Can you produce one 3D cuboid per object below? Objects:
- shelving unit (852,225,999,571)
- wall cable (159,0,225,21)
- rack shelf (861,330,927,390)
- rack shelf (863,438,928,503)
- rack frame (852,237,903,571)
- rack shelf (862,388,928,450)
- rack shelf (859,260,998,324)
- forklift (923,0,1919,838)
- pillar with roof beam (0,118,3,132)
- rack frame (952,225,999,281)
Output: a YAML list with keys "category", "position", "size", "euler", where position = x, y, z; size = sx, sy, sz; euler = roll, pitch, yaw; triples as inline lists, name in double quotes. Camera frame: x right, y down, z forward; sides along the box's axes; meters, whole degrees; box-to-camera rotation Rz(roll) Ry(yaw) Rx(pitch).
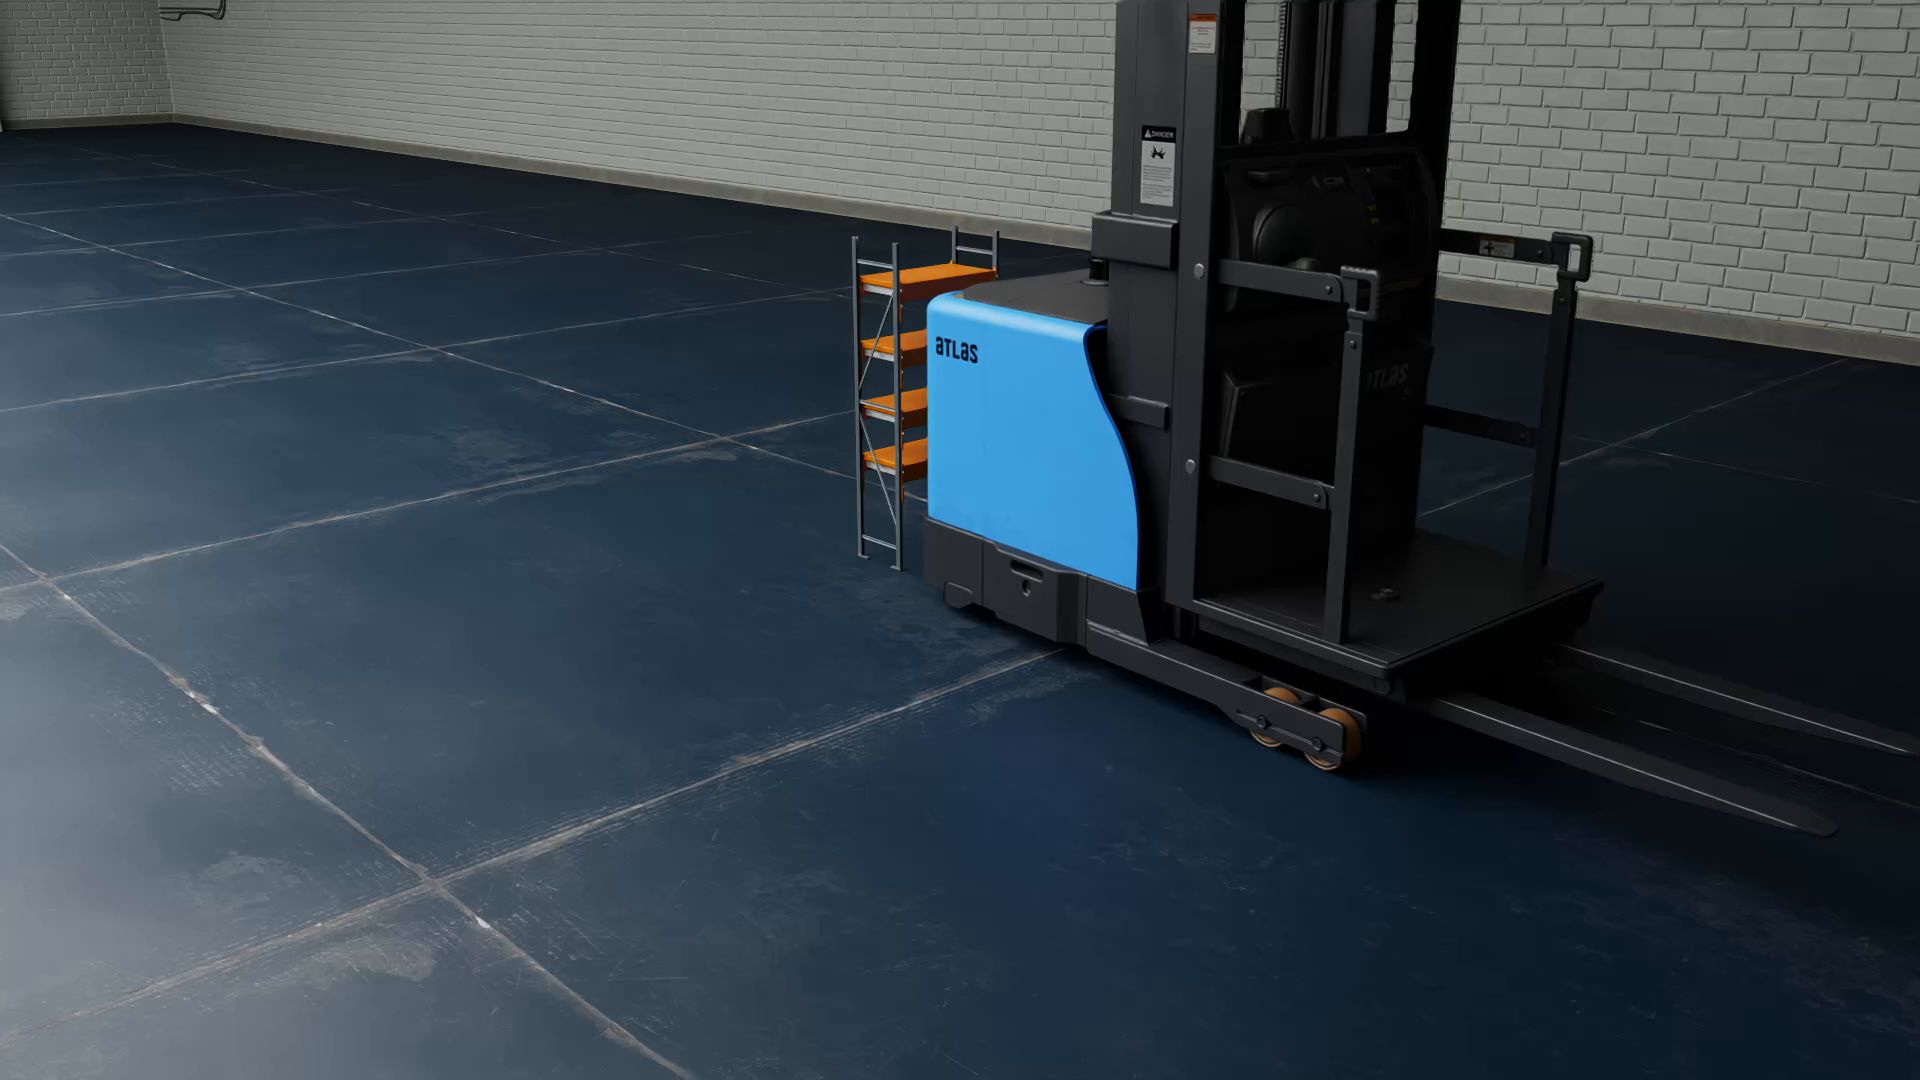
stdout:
- category: "shelving unit"
  position: [-0.120, -0.536, 6.191]
  size: [0.503, 1.200, 0.258]
  euler: [-16, 24, -41]
- category: "wall cable"
  position: [-12.620, -9.707, 26.867]
  size: [0.112, 2.526, 3.097]
  euler: [-16, 24, -41]
- category: "rack shelf"
  position: [-0.120, -0.684, 6.143]
  size: [0.480, 0.148, 0.258]
  euler: [-16, 24, -41]
- category: "rack shelf"
  position: [-0.120, -0.283, 6.273]
  size: [0.480, 0.148, 0.258]
  euler: [-16, 24, -41]
- category: "rack frame"
  position: [-0.298, -0.484, 6.032]
  size: [0.015, 1.200, 0.240]
  euler: [-16, 24, -41]
- category: "rack shelf"
  position: [-0.120, -0.472, 6.212]
  size: [0.480, 0.148, 0.258]
  euler: [-16, 24, -41]
- category: "rack shelf"
  position: [-0.120, -0.909, 6.070]
  size: [0.480, 0.148, 0.258]
  euler: [-16, 24, -41]
- category: "forklift"
  position: [1.213, -0.941, 4.634]
  size: [1.130, 2.935, 3.031]
  euler: [-15, 23, -38]
- category: "pillar with roof beam"
  position: [-12.711, -9.891, 22.401]
  size: [0.400, 9.000, 9.100]
  euler: [-16, 24, -41]
- category: "rack frame"
  position: [0.057, -0.587, 6.351]
  size: [0.015, 1.200, 0.240]
  euler: [-16, 24, -41]
